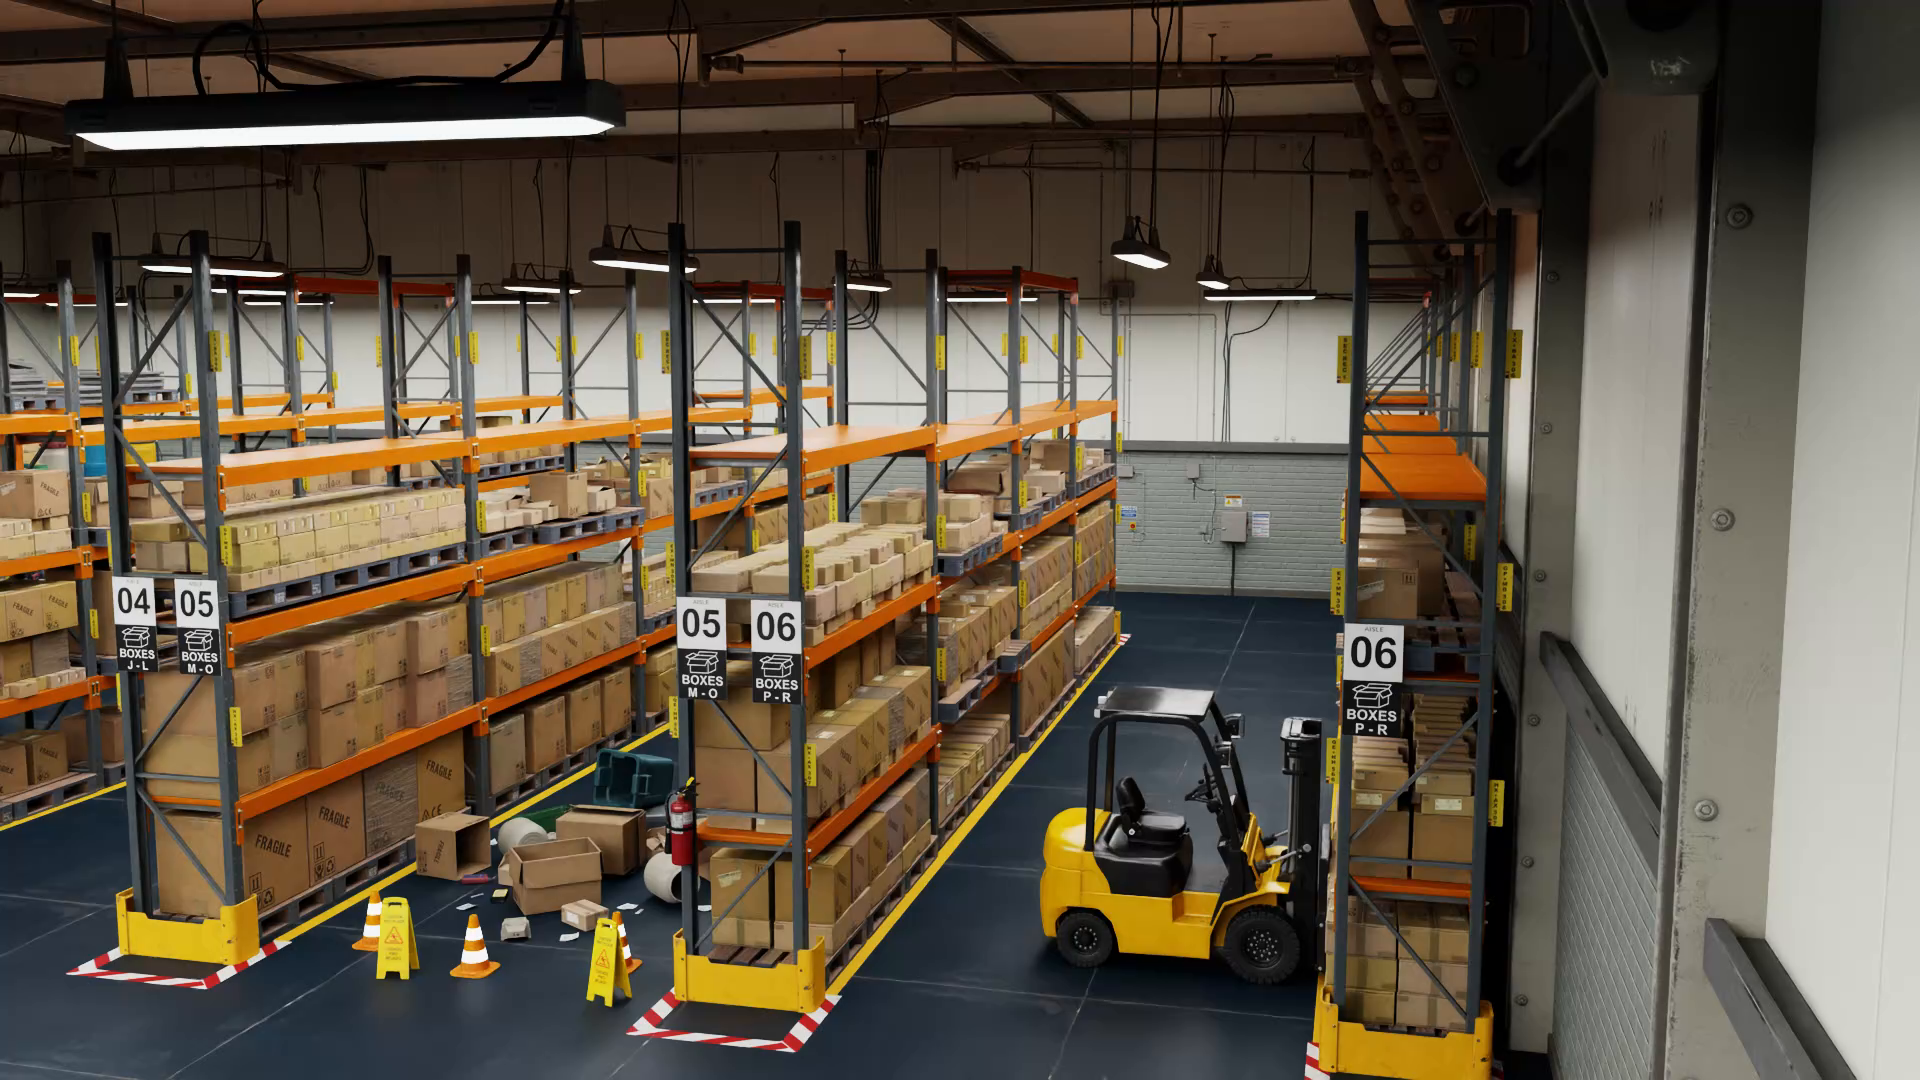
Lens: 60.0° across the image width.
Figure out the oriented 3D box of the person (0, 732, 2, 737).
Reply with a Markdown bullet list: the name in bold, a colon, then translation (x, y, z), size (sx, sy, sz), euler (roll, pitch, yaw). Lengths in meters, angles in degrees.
- **person**: translation (-11.796, 1.918, 20.062), size (0.452, 1.596, 0.981), euler (0, 7, 2)

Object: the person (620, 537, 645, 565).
- **person**: translation (-5.967, 0.577, 30.464), size (0.665, 1.762, 0.435), euler (5, 9, 36)
